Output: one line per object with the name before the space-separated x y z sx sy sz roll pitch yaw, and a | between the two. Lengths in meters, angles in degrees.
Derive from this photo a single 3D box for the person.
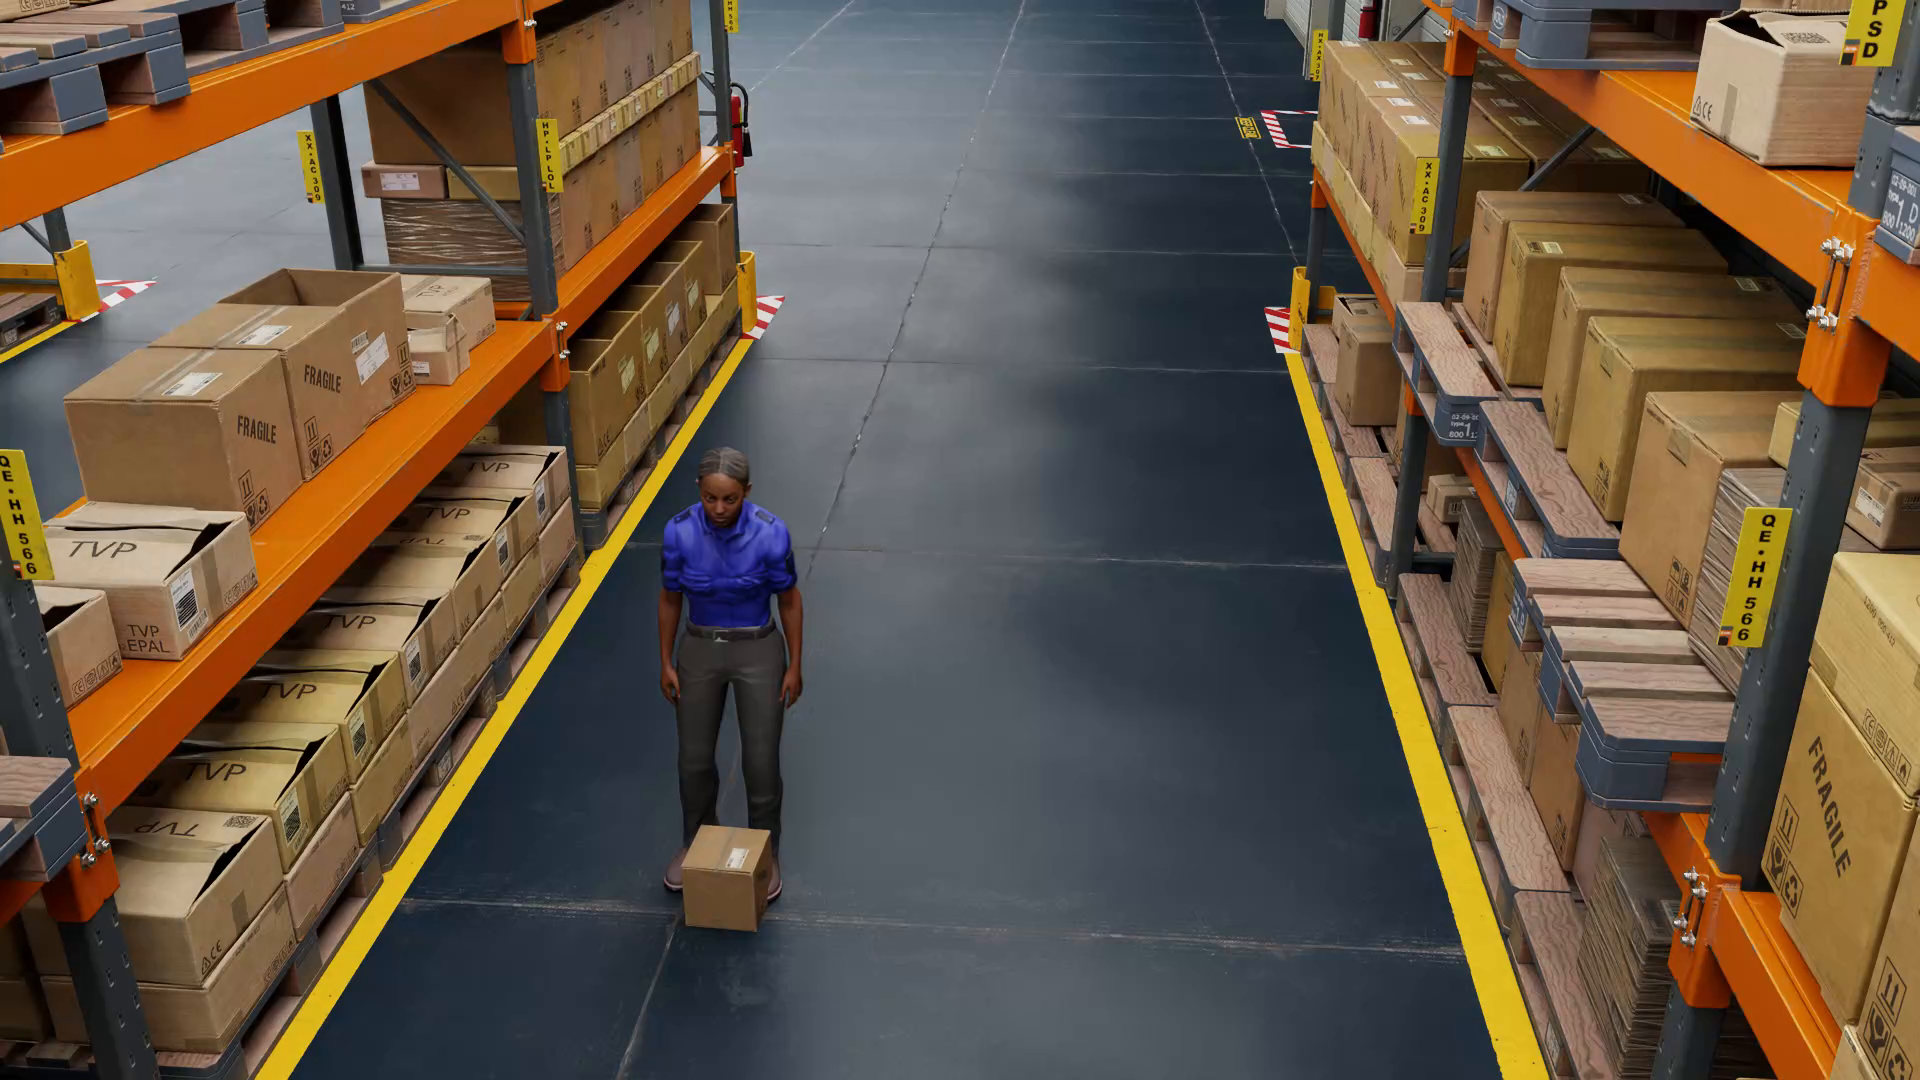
person | -0.792 0.443 5.649 0.521 1.653 0.402 1 25 1
